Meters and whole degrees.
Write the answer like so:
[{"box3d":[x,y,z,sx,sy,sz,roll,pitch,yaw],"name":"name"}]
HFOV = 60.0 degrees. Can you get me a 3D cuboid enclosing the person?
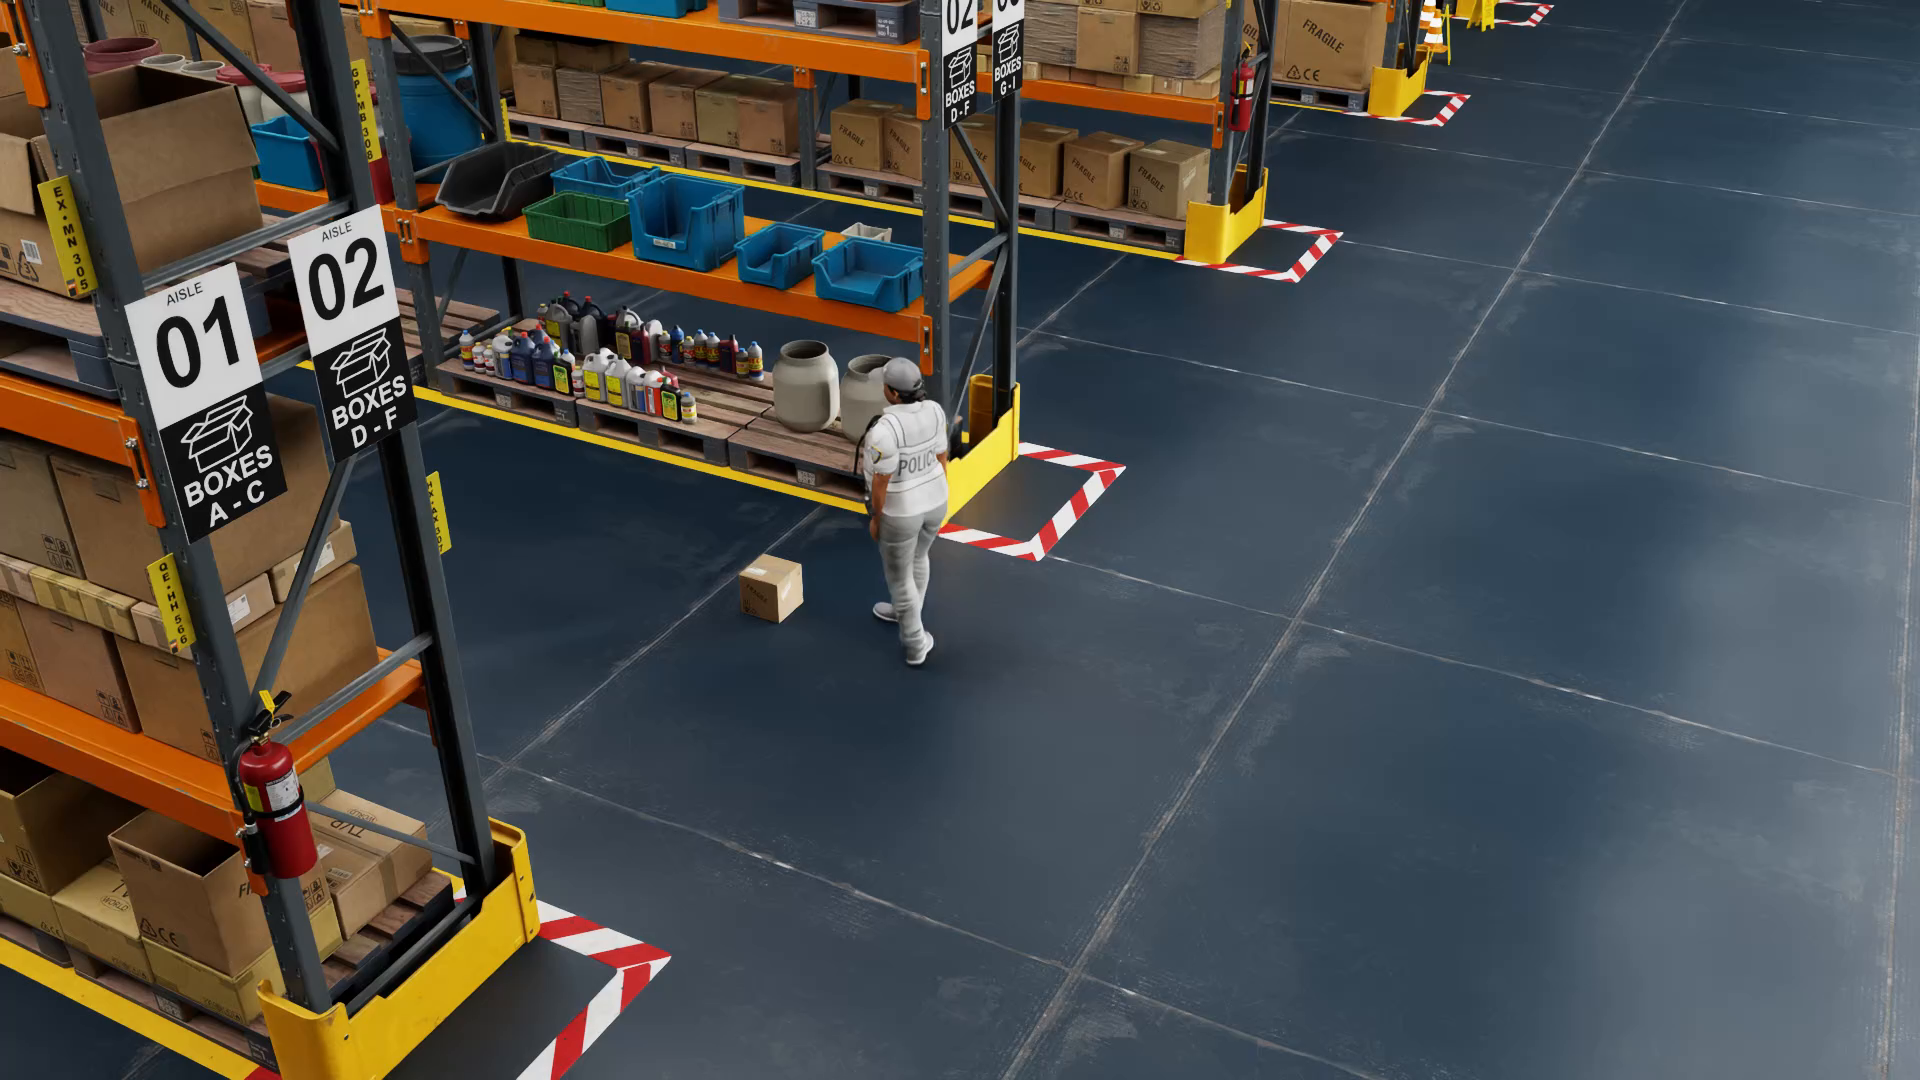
[{"box3d":[-0.312,-0.190,8.604,0.484,1.655,0.594,-25,39,-36],"name":"person"}]
